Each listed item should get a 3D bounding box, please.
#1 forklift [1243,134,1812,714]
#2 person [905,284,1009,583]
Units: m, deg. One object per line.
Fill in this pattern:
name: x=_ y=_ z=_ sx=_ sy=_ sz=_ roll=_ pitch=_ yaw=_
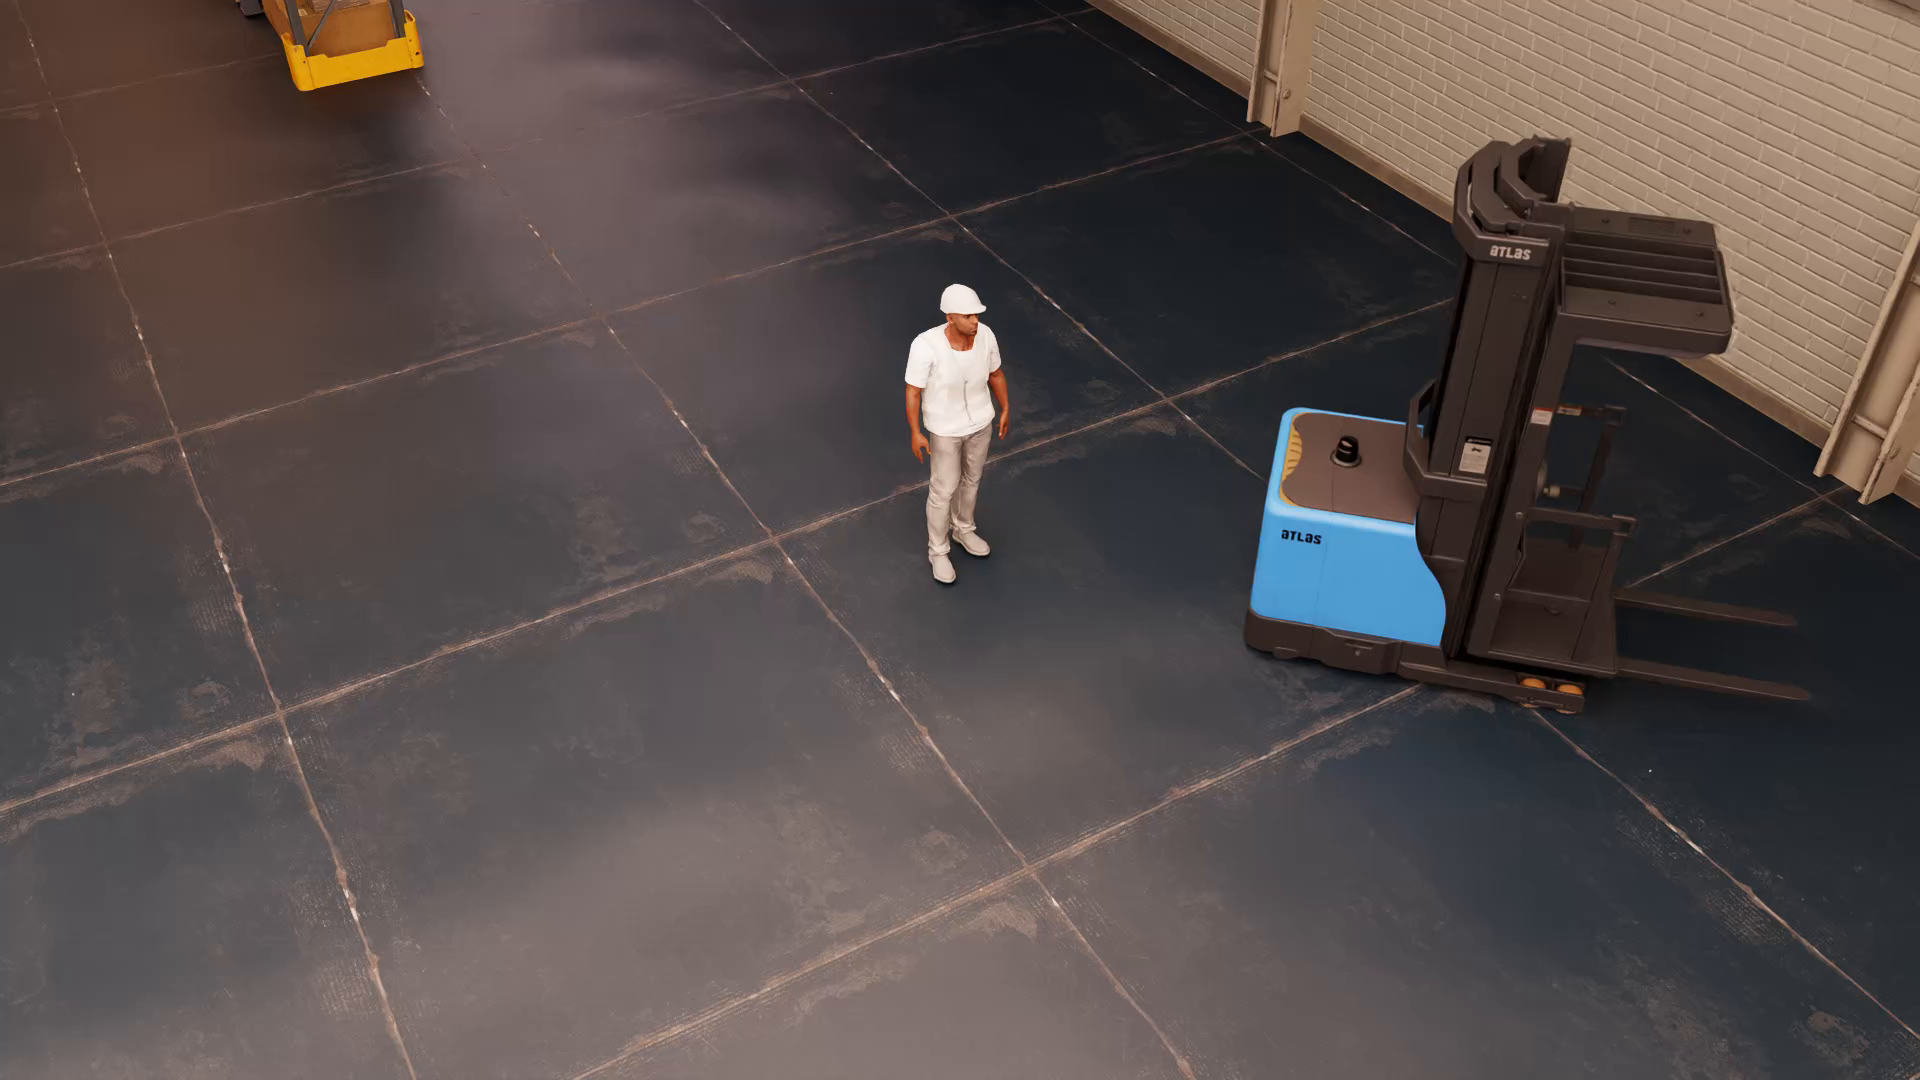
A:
forklift: x=3.202 y=-0.545 z=8.694 sx=3.031 sy=2.935 sz=1.130 roll=9 pitch=41 yaw=11
person: x=0.031 y=-0.645 z=9.715 sx=0.665 sy=1.769 sz=0.574 roll=-20 pitch=44 yaw=-23
